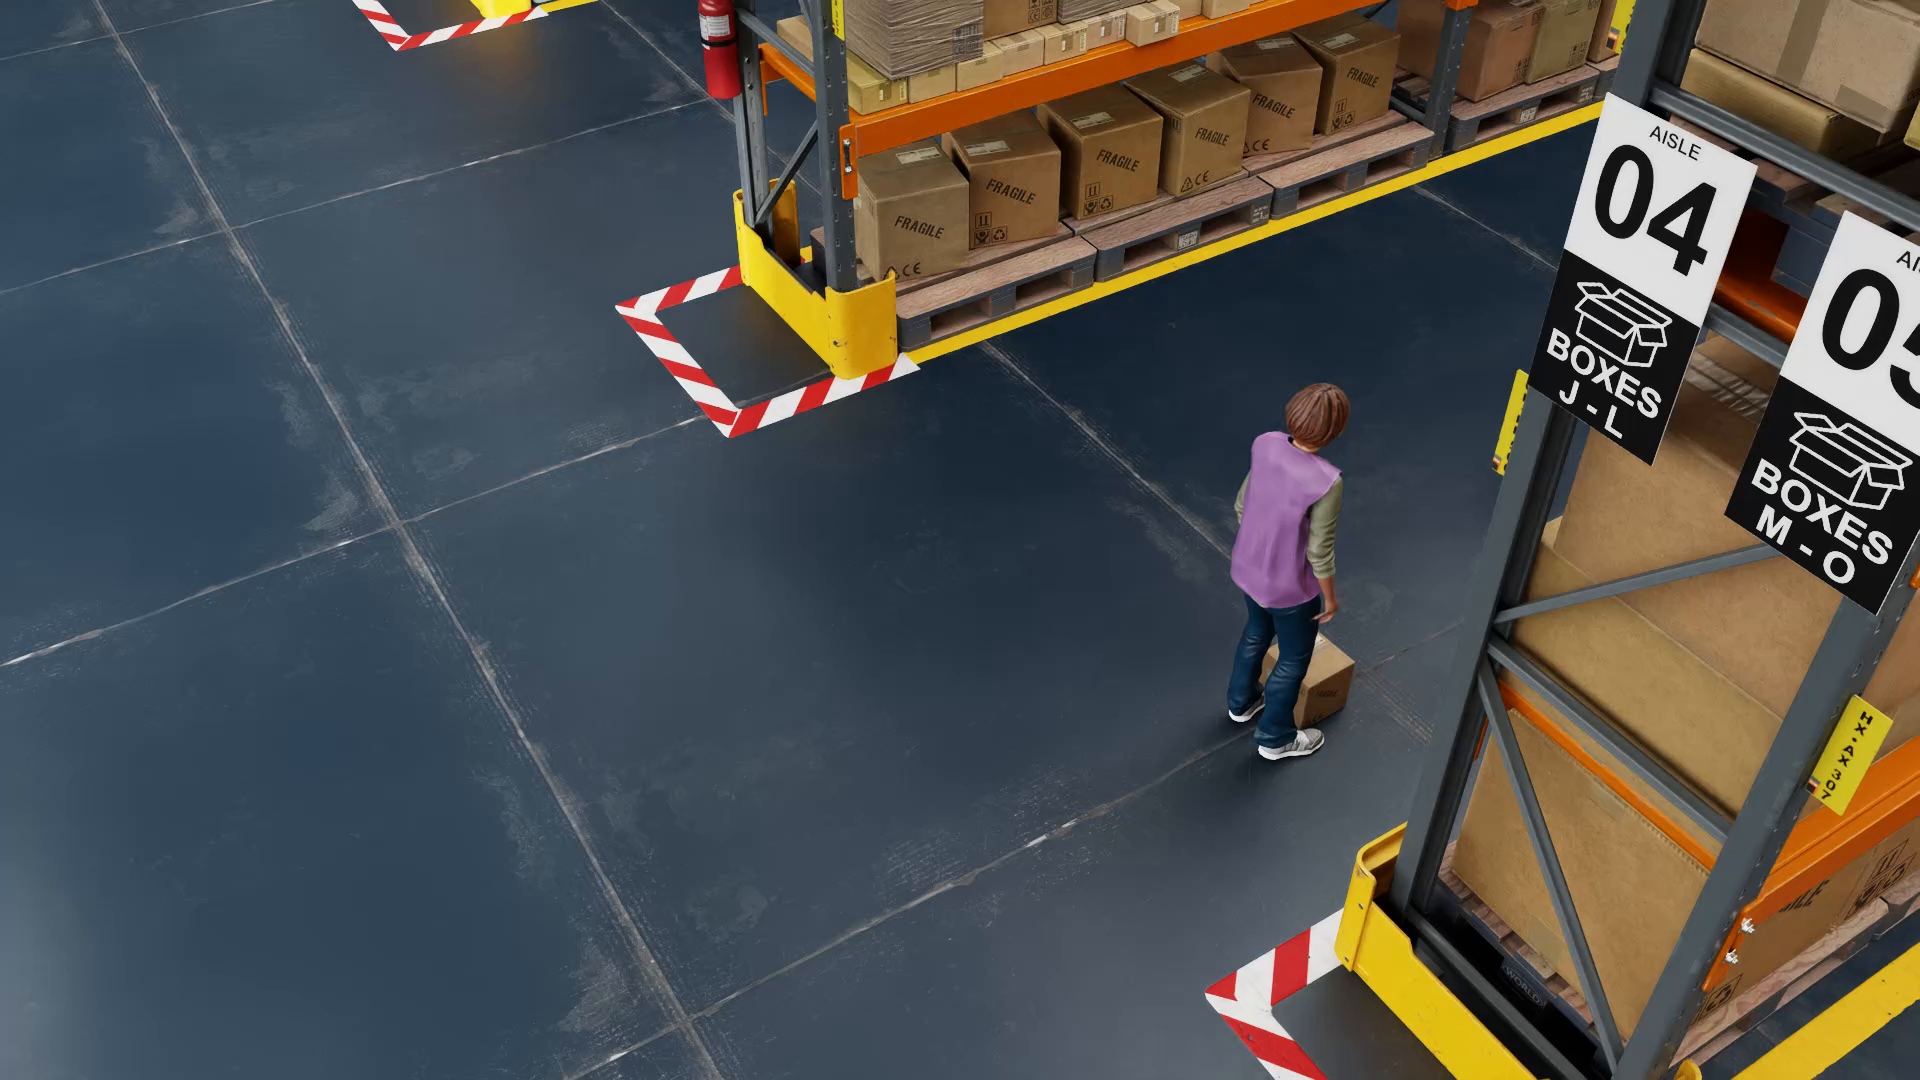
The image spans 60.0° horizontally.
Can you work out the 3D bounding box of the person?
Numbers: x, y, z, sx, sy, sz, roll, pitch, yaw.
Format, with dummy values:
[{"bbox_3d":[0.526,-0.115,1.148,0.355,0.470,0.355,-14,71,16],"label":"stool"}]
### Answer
[{"bbox_3d":[1.177,0.123,6.026,0.368,1.593,0.479,-24,47,-25],"label":"person"}]
